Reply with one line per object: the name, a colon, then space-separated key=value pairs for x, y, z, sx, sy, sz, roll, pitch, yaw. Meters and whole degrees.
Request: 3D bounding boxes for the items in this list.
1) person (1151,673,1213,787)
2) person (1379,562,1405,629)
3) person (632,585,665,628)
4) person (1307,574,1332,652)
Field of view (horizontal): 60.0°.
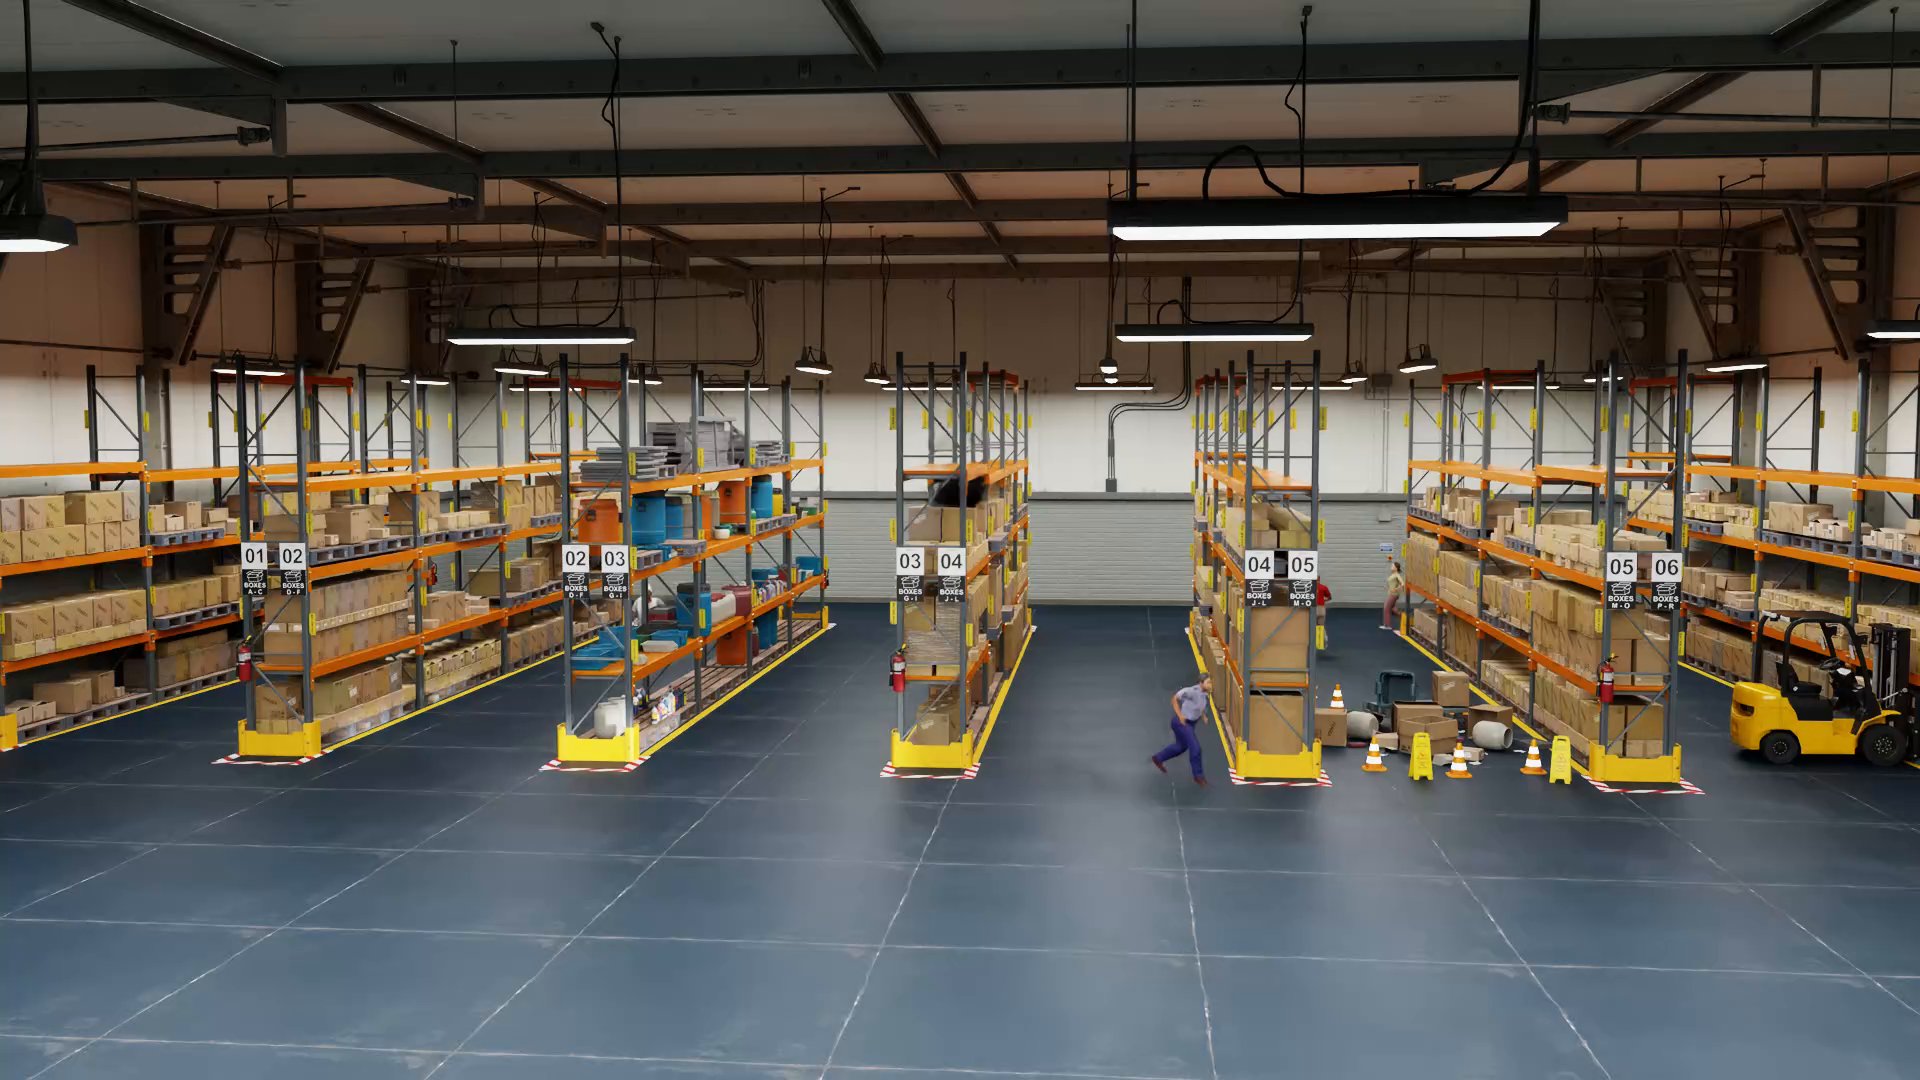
person: x=3.055 y=2.608 z=23.047 sx=0.976 sy=1.612 sz=0.641 roll=3 pitch=5 yaw=39
person: x=10.483 y=1.341 z=40.051 sx=0.758 sy=1.628 sz=0.588 roll=0 pitch=4 yaw=0
person: x=-6.194 y=1.771 z=33.022 sx=0.707 sy=1.769 sz=1.025 roll=0 pitch=4 yaw=4
person: x=7.740 y=1.601 z=35.993 sx=0.653 sy=1.733 sz=0.837 roll=-1 pitch=4 yaw=-18
